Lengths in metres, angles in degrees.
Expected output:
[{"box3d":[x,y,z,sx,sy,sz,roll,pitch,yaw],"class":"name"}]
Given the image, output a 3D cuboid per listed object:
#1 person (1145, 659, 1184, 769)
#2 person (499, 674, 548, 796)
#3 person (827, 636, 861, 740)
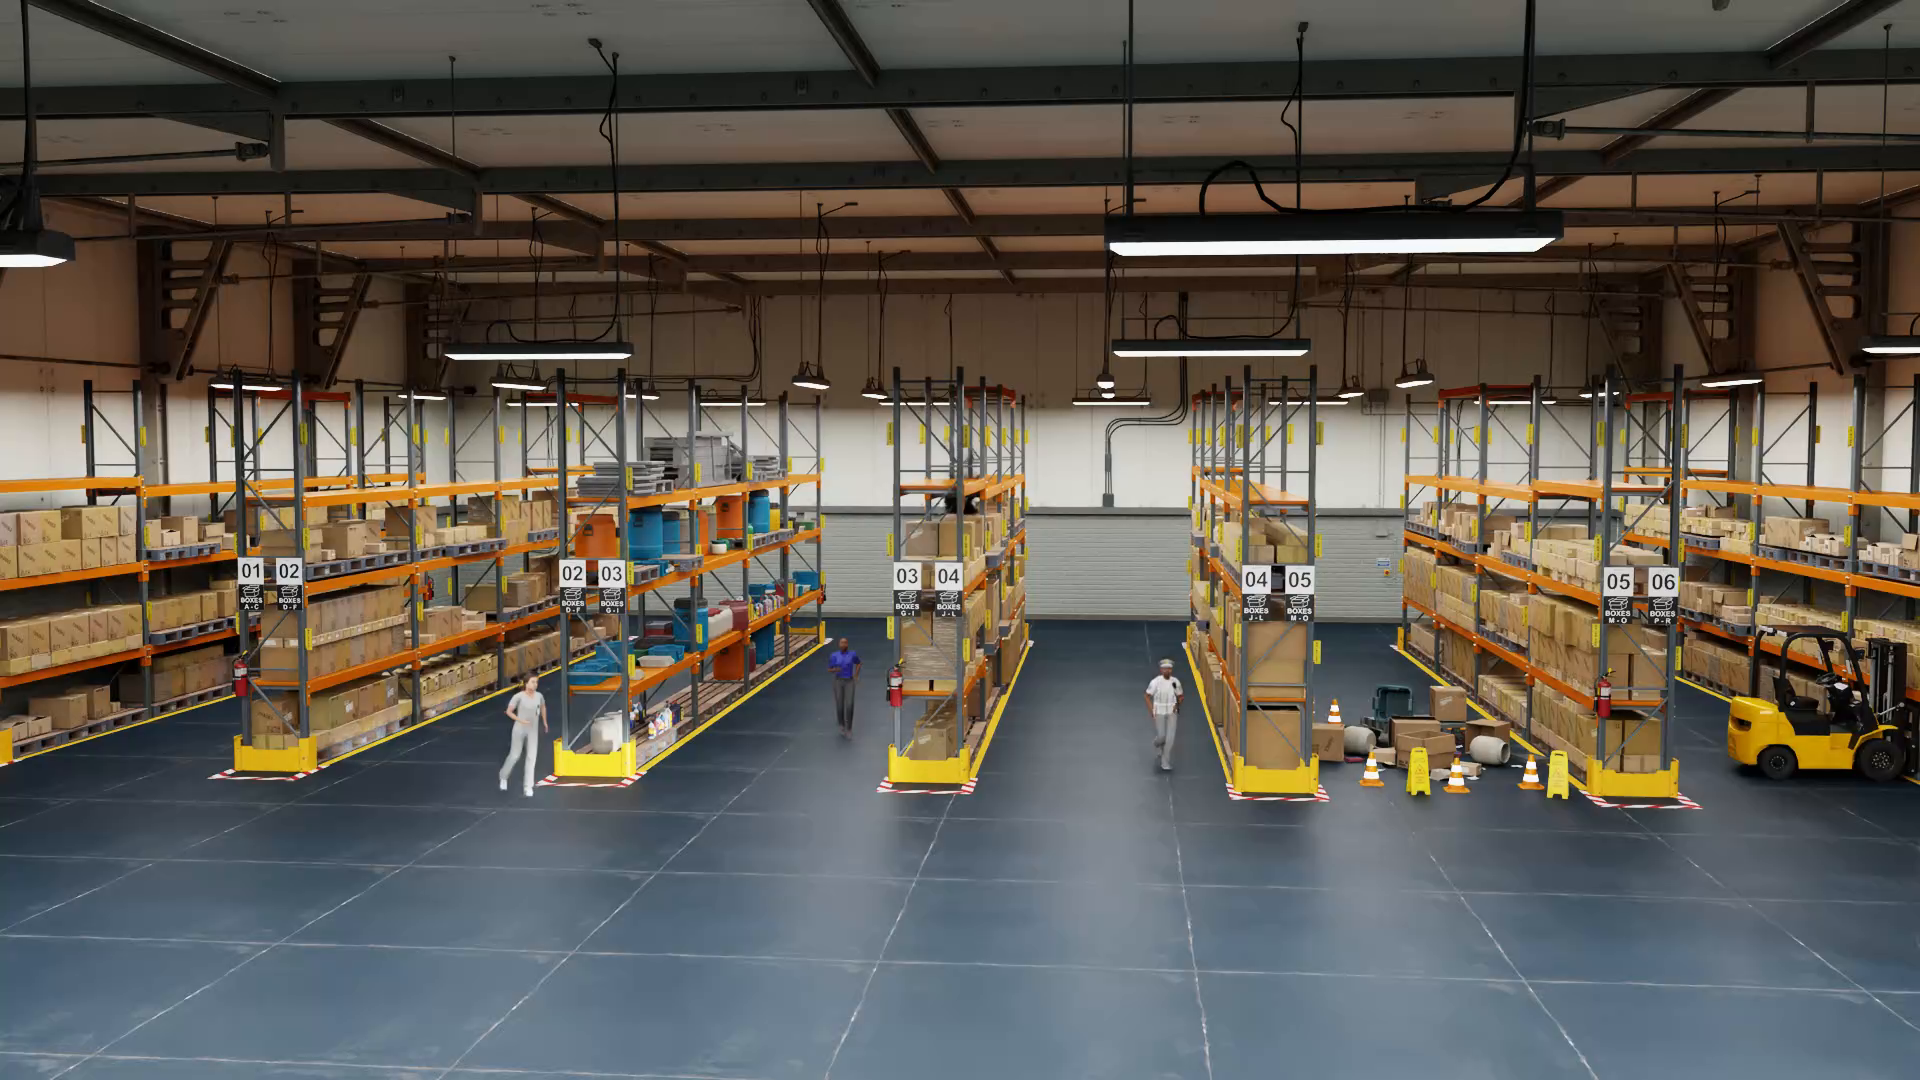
[{"box3d":[3.102,2.616,25.145,0.591,1.649,0.575,0,4,-5],"class":"person"},{"box3d":[-6.055,2.696,23.334,0.633,1.649,0.917,-3,4,-36],"class":"person"},{"box3d":[-1.925,2.458,27.670,0.556,1.714,0.714,0,4,-3],"class":"person"}]
